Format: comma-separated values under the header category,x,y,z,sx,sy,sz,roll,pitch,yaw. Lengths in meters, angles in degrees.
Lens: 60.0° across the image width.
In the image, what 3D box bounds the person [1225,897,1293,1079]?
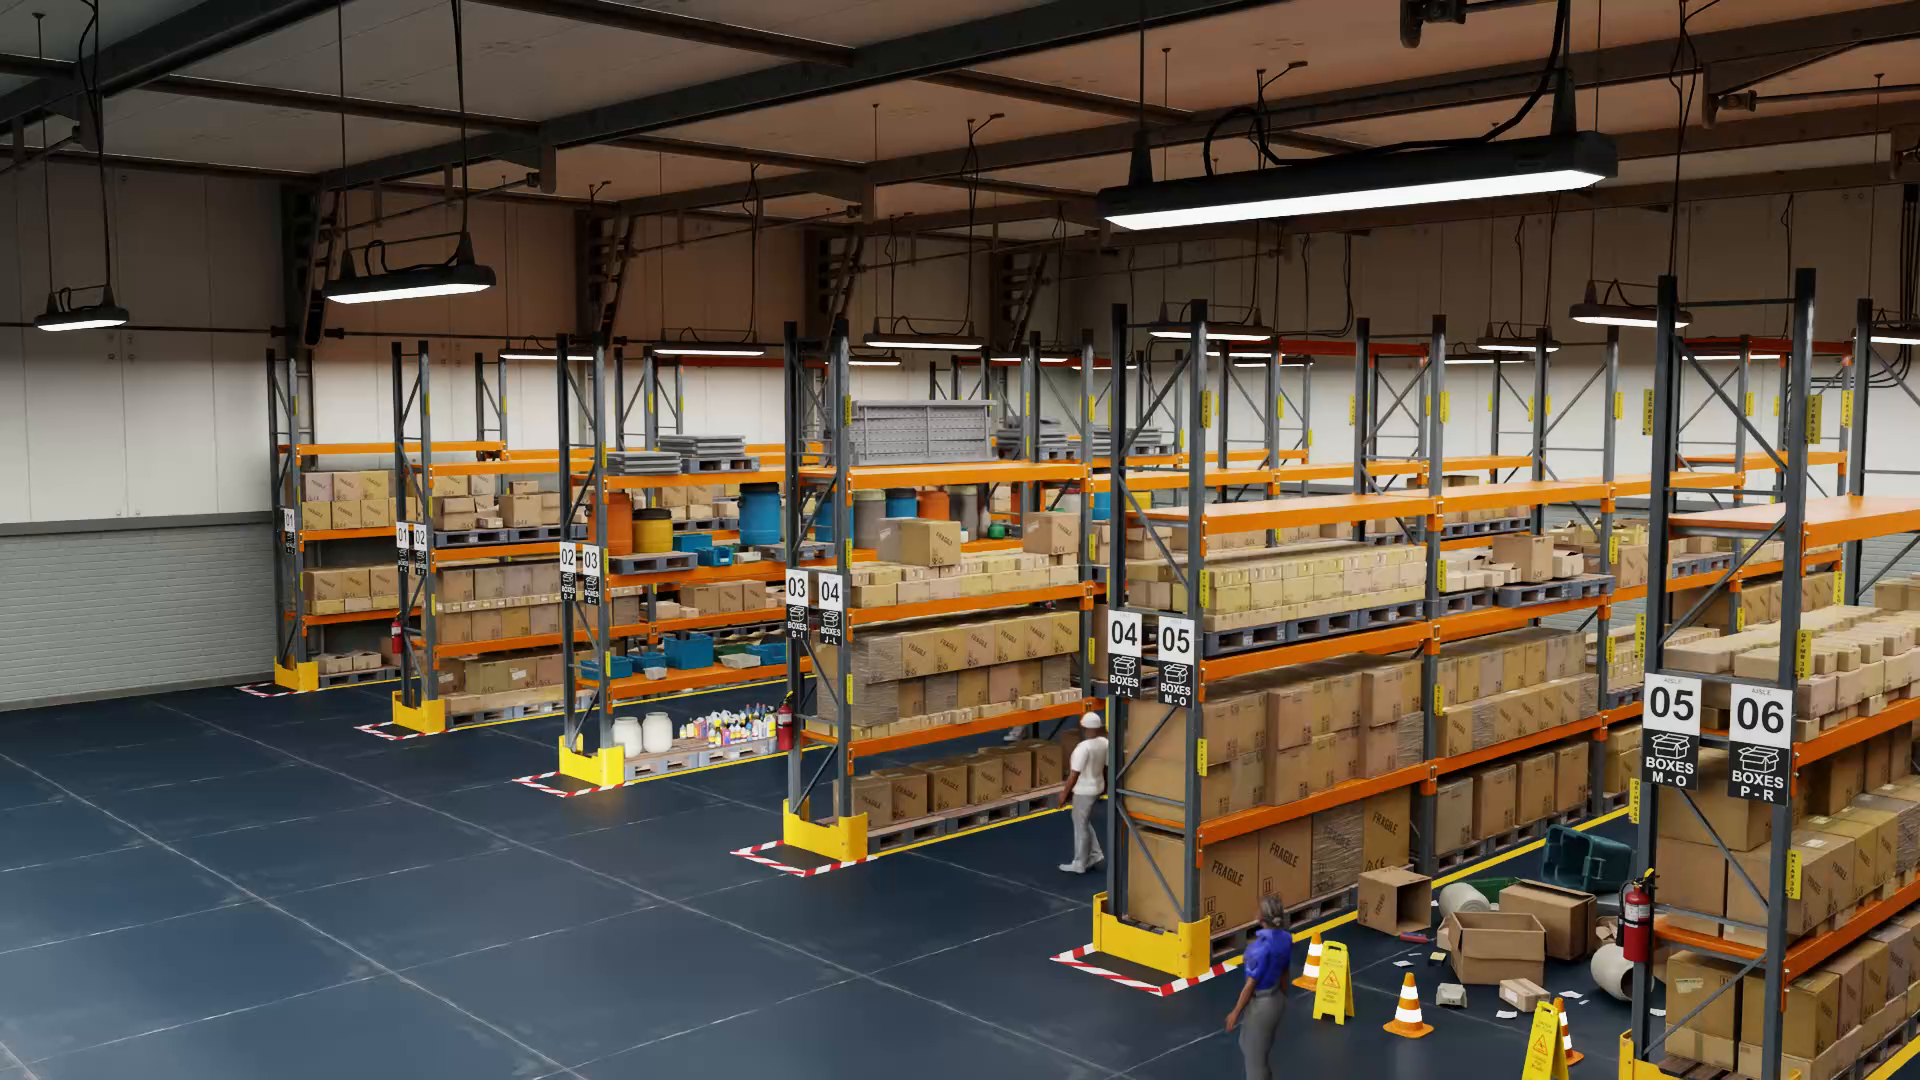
category,x,y,z,sx,sy,sz,roll,pitch,yaw
person,2.105,3.342,11.786,0.439,1.691,0.483,2,5,23

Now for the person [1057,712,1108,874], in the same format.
category,x,y,z,sx,sy,sz,roll,pitch,yaw
person,1.342,2.744,18.023,0.530,1.790,0.601,2,5,25

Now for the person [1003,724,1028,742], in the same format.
category,x,y,z,sx,sy,sz,roll,pitch,yaw
person,0.915,2.112,24.908,0.498,1.754,0.601,3,6,28
